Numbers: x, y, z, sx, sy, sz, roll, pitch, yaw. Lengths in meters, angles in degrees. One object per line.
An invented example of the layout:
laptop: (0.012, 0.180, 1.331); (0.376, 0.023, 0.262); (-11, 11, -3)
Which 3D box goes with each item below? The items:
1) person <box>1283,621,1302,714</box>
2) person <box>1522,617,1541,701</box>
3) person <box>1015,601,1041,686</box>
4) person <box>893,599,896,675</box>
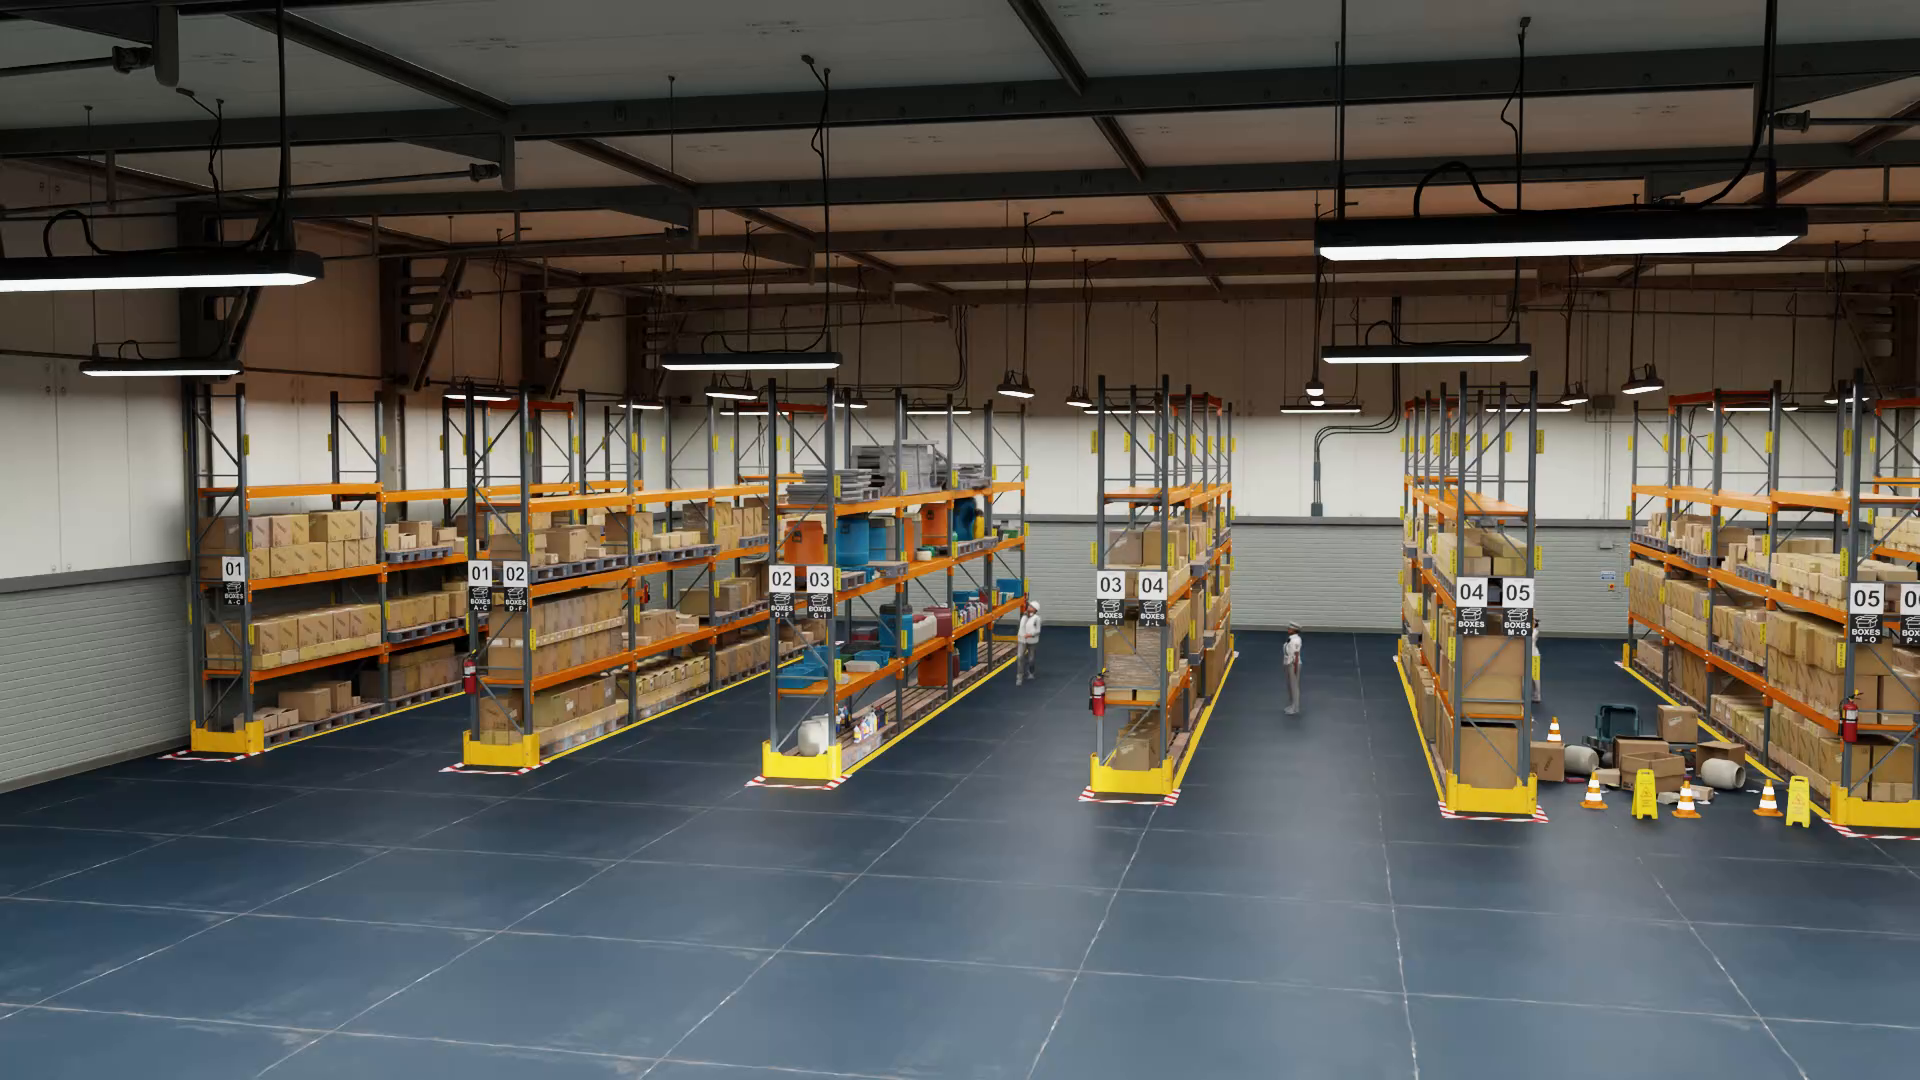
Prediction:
person: (6.224, 2.383, 31.180); (0.427, 1.701, 0.557); (-1, 3, -10)
person: (11.096, 2.299, 32.547); (0.466, 1.679, 0.648); (-2, 4, -36)
person: (1.441, 2.158, 34.960); (0.540, 1.727, 0.983); (1, 3, 13)
person: (-1.328, 2.100, 36.123); (0.395, 1.642, 0.515); (0, 3, 5)
